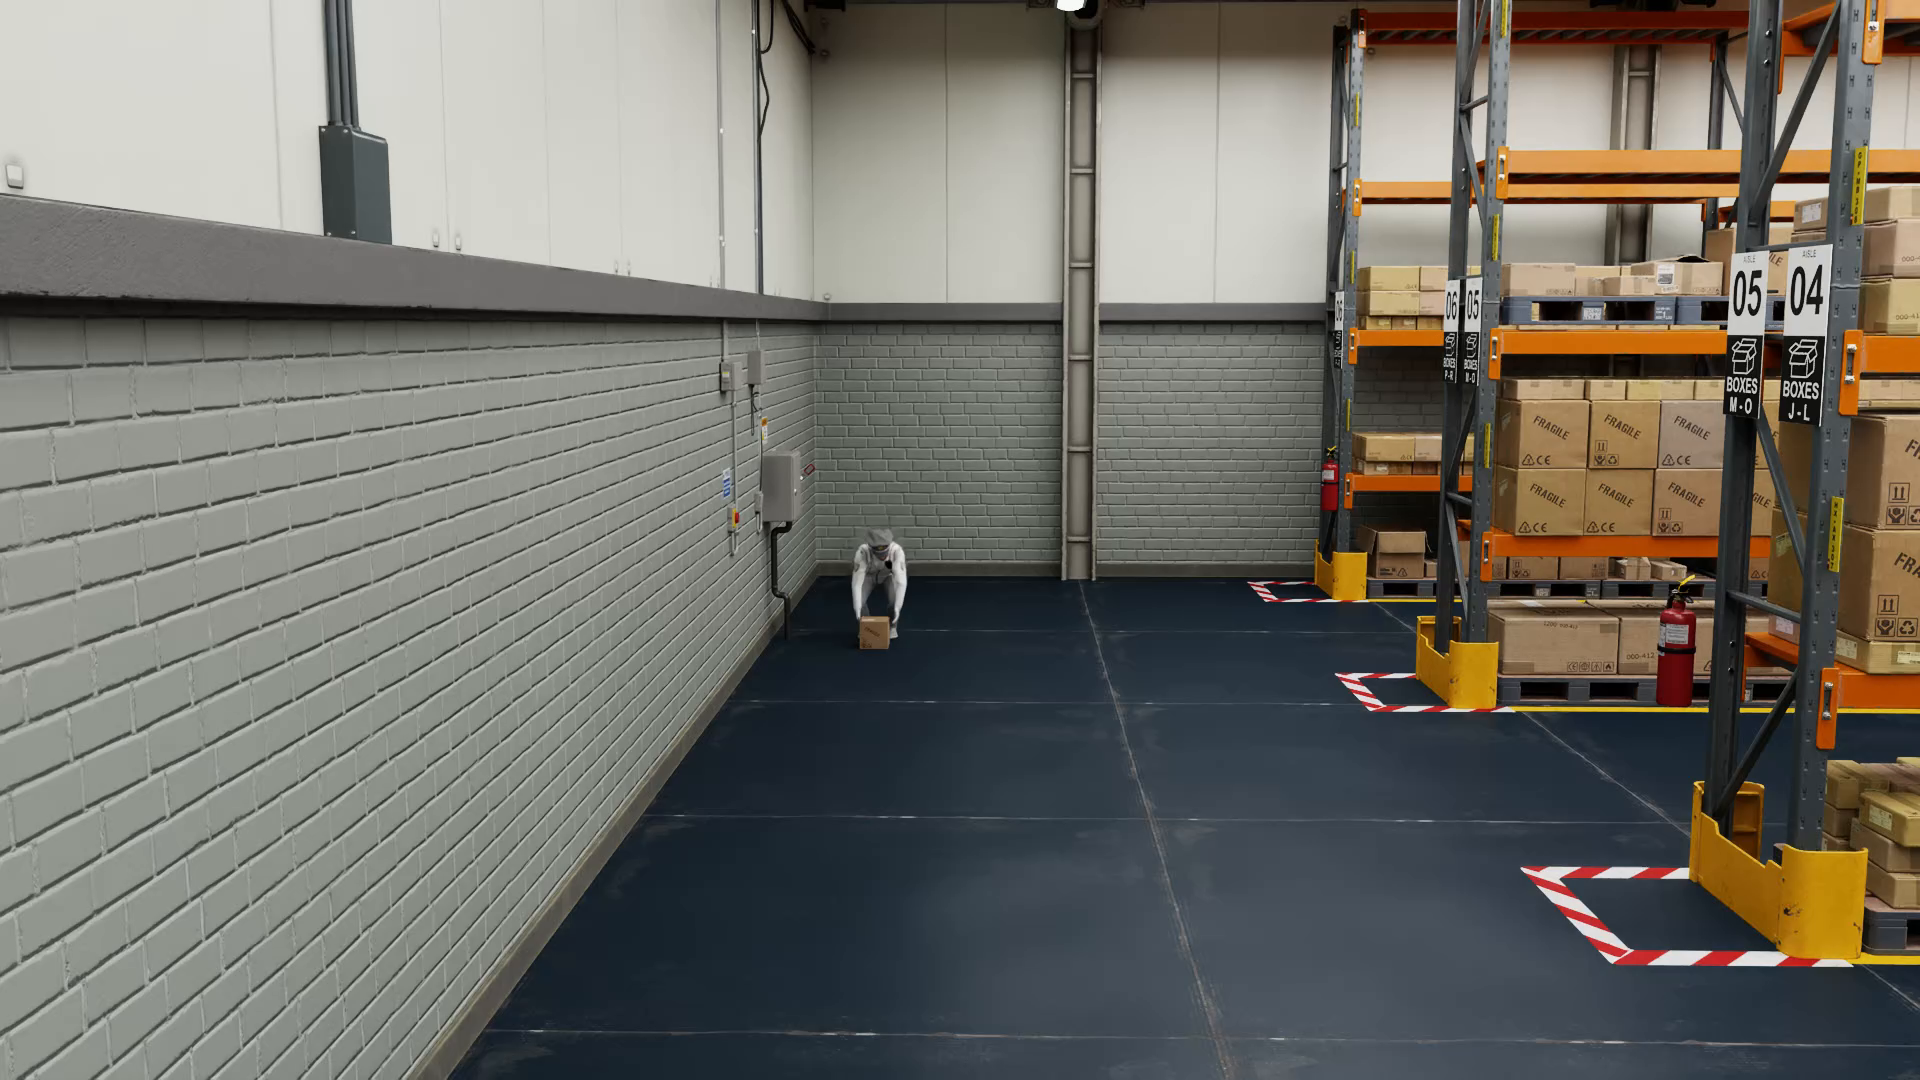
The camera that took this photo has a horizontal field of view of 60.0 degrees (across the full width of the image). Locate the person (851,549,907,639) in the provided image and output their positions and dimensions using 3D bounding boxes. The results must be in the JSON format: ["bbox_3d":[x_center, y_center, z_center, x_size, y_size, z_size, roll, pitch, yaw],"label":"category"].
[{"bbox_3d":[-0.725,0.454,15.193,0.501,0.917,0.760,0,7,1],"label":"person"}]
